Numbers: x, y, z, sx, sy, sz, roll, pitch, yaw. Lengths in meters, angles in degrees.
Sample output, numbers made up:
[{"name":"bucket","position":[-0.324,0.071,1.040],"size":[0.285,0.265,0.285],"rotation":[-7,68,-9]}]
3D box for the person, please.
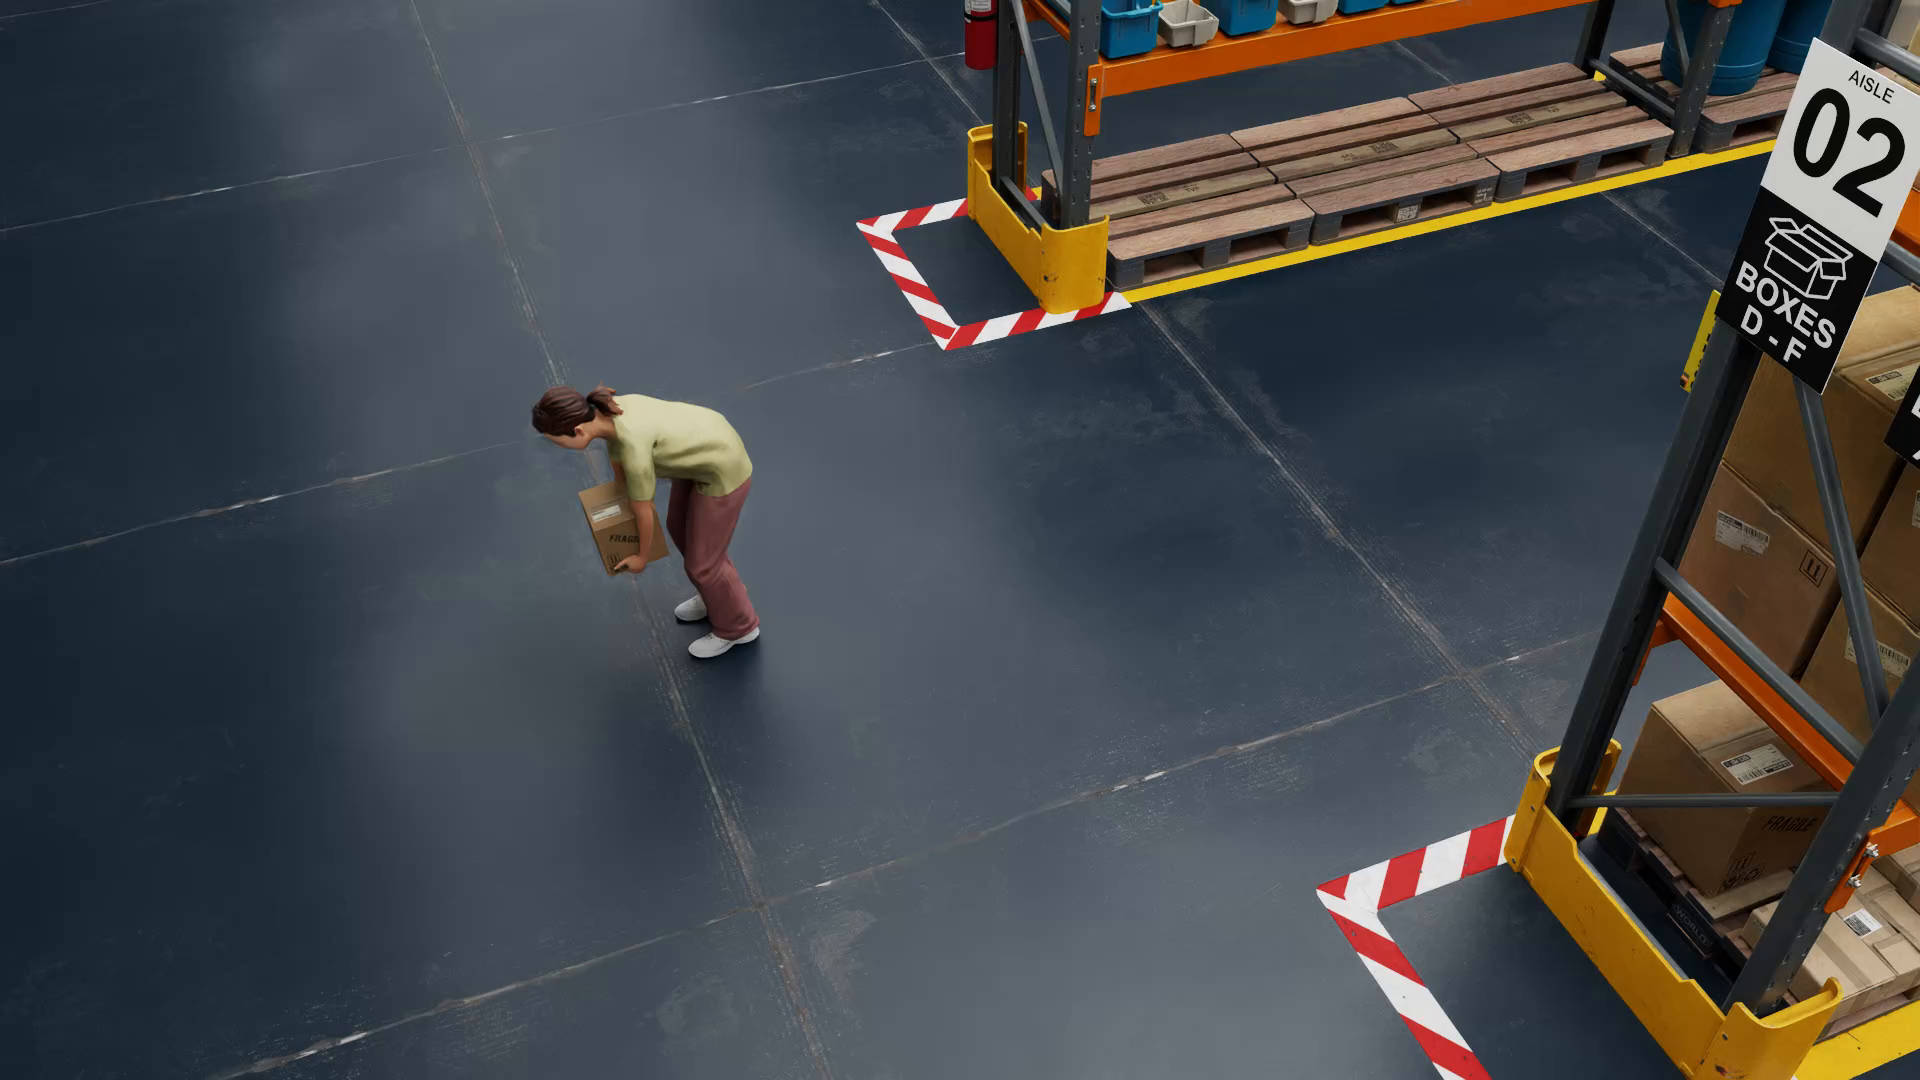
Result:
[{"name":"person","position":[-1.187,-0.098,6.495],"size":[0.777,1.380,0.406],"rotation":[-16,44,-17]}]
